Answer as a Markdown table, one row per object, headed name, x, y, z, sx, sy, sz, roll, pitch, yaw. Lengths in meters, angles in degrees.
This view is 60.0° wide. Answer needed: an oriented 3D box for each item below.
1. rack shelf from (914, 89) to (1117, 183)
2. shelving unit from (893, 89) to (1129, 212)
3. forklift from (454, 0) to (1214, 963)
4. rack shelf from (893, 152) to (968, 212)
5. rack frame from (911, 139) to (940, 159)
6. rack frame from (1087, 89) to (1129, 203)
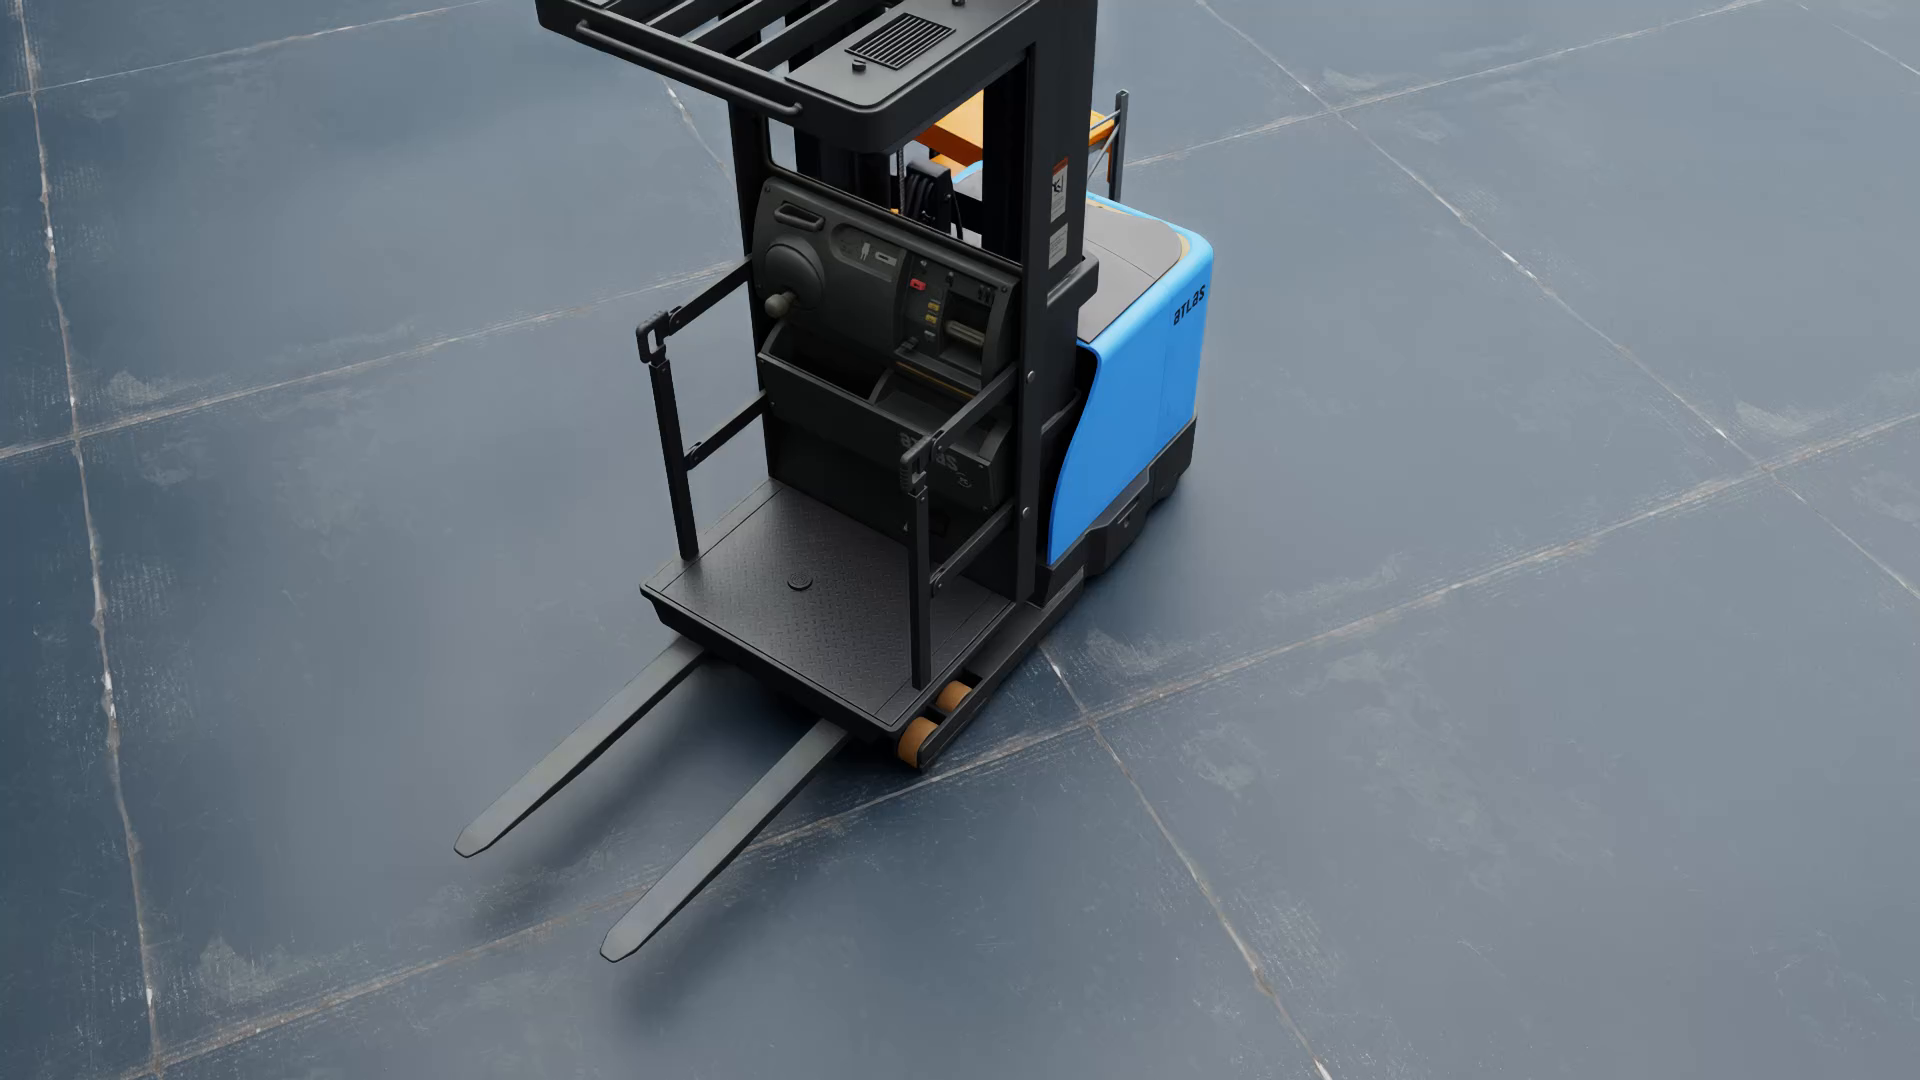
| name | x | y | z | sx | sy | sz | roll | pitch | yaw |
| --- | --- | --- | --- | --- | --- | --- | --- | --- | --- |
| rack shelf | 0.100 | -1.659 | 6.714 | 1.000 | 0.278 | 0.538 | 34 | 54 | 30 |
| shelving unit | 0.100 | -1.451 | 6.920 | 1.048 | 1.125 | 0.538 | 34 | 54 | 30 |
| forklift | -0.368 | -0.684 | 4.857 | 1.130 | 2.935 | 3.031 | 27 | 51 | 25 |
| rack shelf | 0.100 | -1.277 | 7.091 | 1.000 | 0.278 | 0.538 | 34 | 54 | 30 |
| rack frame | -0.267 | -1.698 | 7.170 | 0.032 | 1.125 | 0.500 | 34 | 54 | 30 |
| rack frame | 0.467 | -1.204 | 6.669 | 0.032 | 1.125 | 0.500 | 34 | 54 | 30 |
